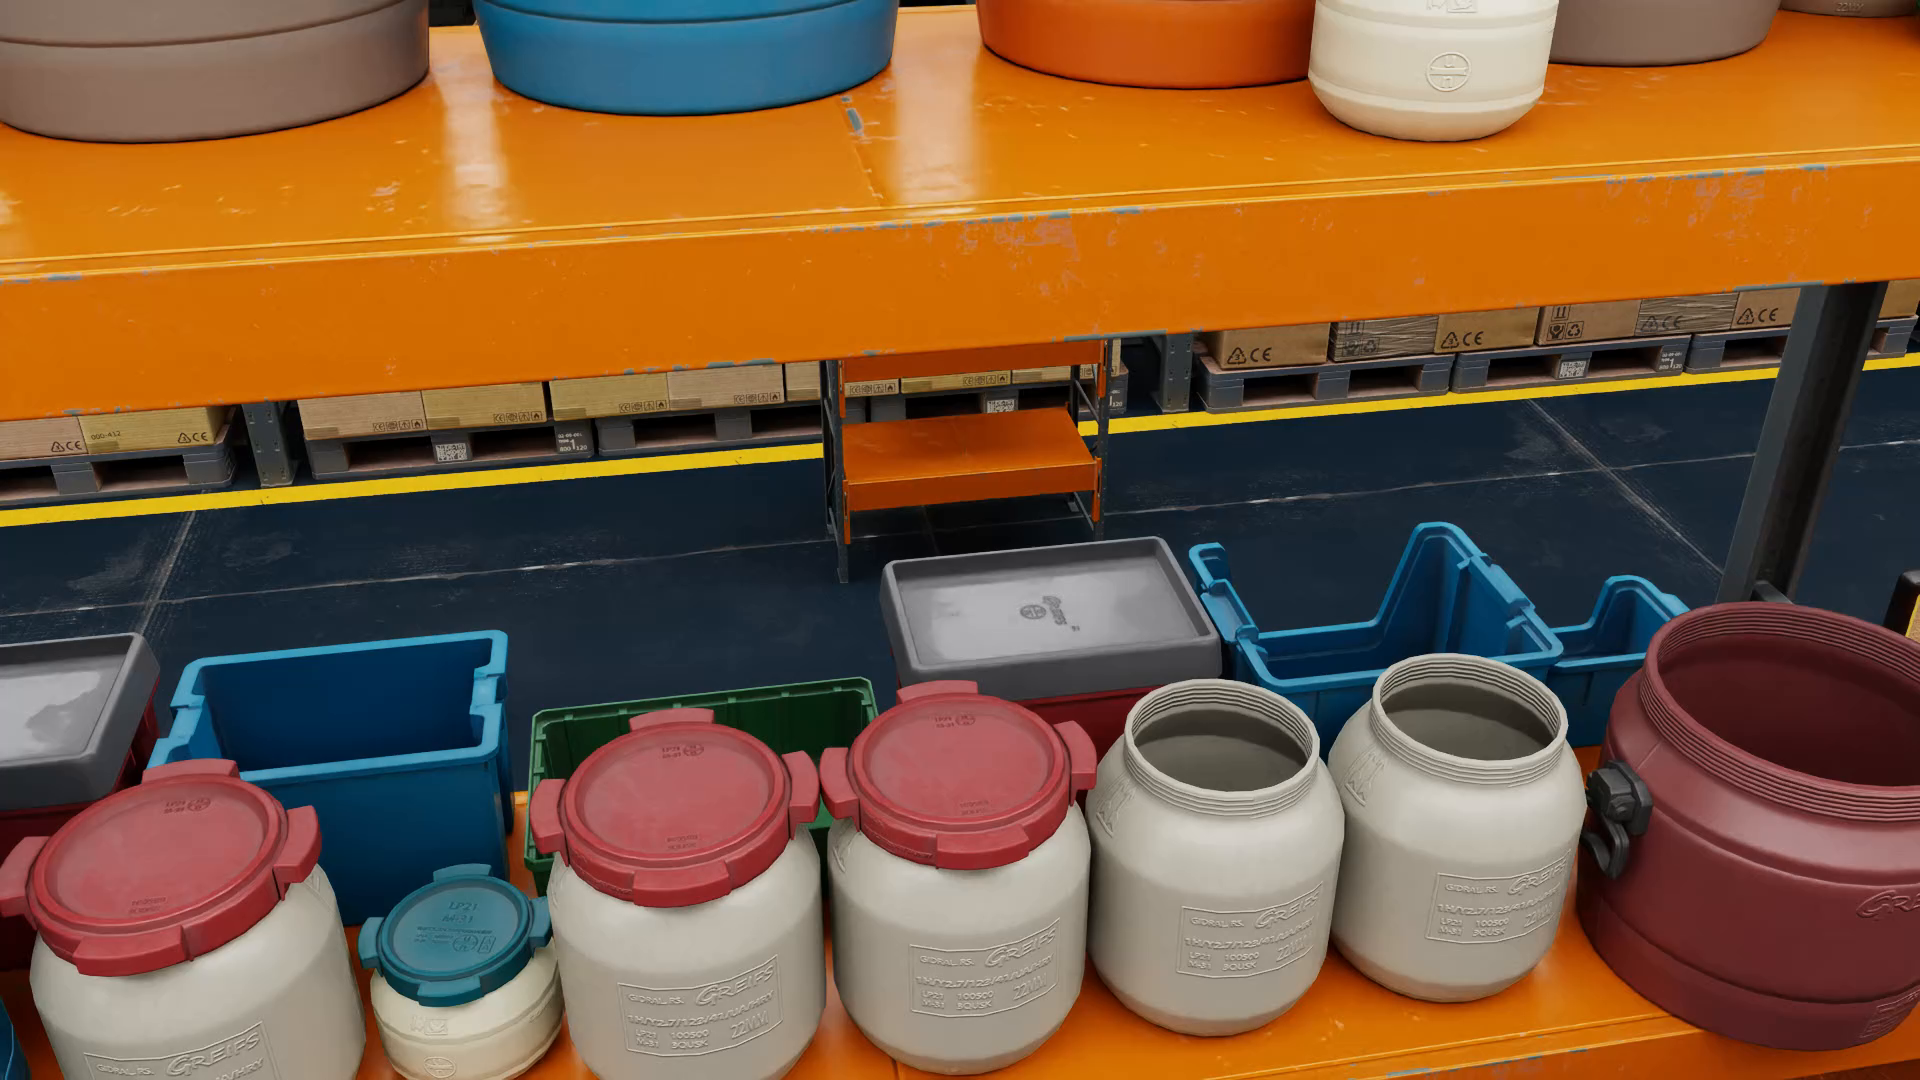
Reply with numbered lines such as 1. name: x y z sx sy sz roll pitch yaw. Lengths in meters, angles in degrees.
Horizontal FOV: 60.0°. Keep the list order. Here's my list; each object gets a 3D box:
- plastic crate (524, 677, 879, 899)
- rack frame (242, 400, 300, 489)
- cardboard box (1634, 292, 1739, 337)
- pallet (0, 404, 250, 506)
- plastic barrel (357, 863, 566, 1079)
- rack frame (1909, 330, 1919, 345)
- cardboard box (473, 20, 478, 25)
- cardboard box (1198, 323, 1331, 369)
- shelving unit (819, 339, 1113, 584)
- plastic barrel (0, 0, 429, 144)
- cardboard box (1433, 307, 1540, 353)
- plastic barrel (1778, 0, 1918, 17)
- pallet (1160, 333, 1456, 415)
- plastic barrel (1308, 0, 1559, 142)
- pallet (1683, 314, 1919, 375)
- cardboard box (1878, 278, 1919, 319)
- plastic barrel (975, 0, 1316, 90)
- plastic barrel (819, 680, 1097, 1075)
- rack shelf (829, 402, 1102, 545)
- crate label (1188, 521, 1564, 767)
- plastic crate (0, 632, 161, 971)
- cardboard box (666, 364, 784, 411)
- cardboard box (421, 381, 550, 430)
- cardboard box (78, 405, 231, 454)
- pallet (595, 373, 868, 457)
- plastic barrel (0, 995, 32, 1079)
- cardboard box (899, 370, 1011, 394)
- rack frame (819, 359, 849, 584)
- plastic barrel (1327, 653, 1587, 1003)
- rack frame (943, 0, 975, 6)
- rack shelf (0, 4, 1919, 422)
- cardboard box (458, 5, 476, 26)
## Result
1. plastic crate: -0.468 0.497 3.155 0.662 0.188 0.450 -5 31 -9
2. rack frame: -3.019 -1.765 6.792 0.127 3.000 1.000 -5 31 -9
3. cardboard box: 3.436 -1.333 8.090 0.500 0.500 0.500 -5 31 -8
4. pallet: -3.808 -0.511 7.411 1.213 0.211 1.003 -5 31 -9
5. plastic barrel: -0.800 0.720 2.702 0.301 0.262 0.301 0 30 0
6. rack frame: 4.851 -2.495 8.034 0.127 3.000 1.000 -5 31 -9
7. cardboard box: -1.742 -1.918 6.954 0.500 0.500 0.500 -3 31 -5
8. cardboard box: 1.415 -1.141 7.764 0.500 0.500 0.500 -4 31 -7
9. shelving unit: 0.007 -0.486 6.466 1.048 1.125 0.538 -5 31 -9
10. plastic barrel: -1.026 -1.018 2.069 0.600 0.901 0.600 0 30 0
11. cardboard box: 2.424 -1.235 7.923 0.500 0.500 0.500 -6 31 -10
12. plastic barrel: 1.444 -1.126 2.636 0.421 0.512 0.421 0 30 0
13. pallet: 1.657 -0.977 8.204 1.213 0.211 1.003 -5 31 -9
14. plastic barrel: 0.596 -0.661 2.092 0.301 0.262 0.301 0 30 0
15. pallet: 4.057 -1.200 8.583 1.213 0.211 1.003 -5 31 -9
16. cardboard box: 4.417 -1.420 8.237 0.500 0.500 0.500 -5 31 -9
17. plastic barrel: 0.314 -1.112 2.299 0.708 0.830 0.600 -5 31 -9
18. plastic barrel: -0.002 0.562 2.701 0.433 0.535 0.433 0 30 0
19. rack shelf: 0.007 -0.275 6.590 1.000 0.278 0.538 -5 31 -9
20. crate label: 0.779 0.280 3.279 0.616 0.435 0.502 -5 31 -9
21. plastic crate: -1.709 0.481 2.910 0.583 0.464 0.402 -5 31 -9
22. cardboard box: -1.065 -0.815 7.475 0.500 0.250 0.500 -5 31 -8
23. cardboard box: -2.074 -0.720 7.314 0.500 0.250 0.500 -5 31 -8
24. cardboard box: -3.435 -0.609 7.126 0.500 0.250 0.500 -5 31 -9
25. pallet: -1.098 -0.763 7.839 1.213 0.211 1.003 -5 31 -9
26. plastic barrel: -1.695 0.605 2.268 0.708 0.901 0.600 -5 31 -9
27. cardboard box: -0.064 -0.907 7.632 0.500 0.250 0.500 -6 31 -10
28. rack frame: -0.493 -0.439 6.387 0.032 1.125 0.500 -5 31 -9
29. plastic barrel: 0.831 0.492 2.844 0.421 0.512 0.421 0 30 0
30. rack frame: 0.020 -4.600 11.613 0.127 3.000 1.000 -5 31 -9
31. rack shelf: -0.163 -0.461 2.324 4.000 0.370 1.077 -5 31 -9
32. cardboard box: -3.193 -3.422 11.643 0.500 0.500 0.700 -4 31 -7
